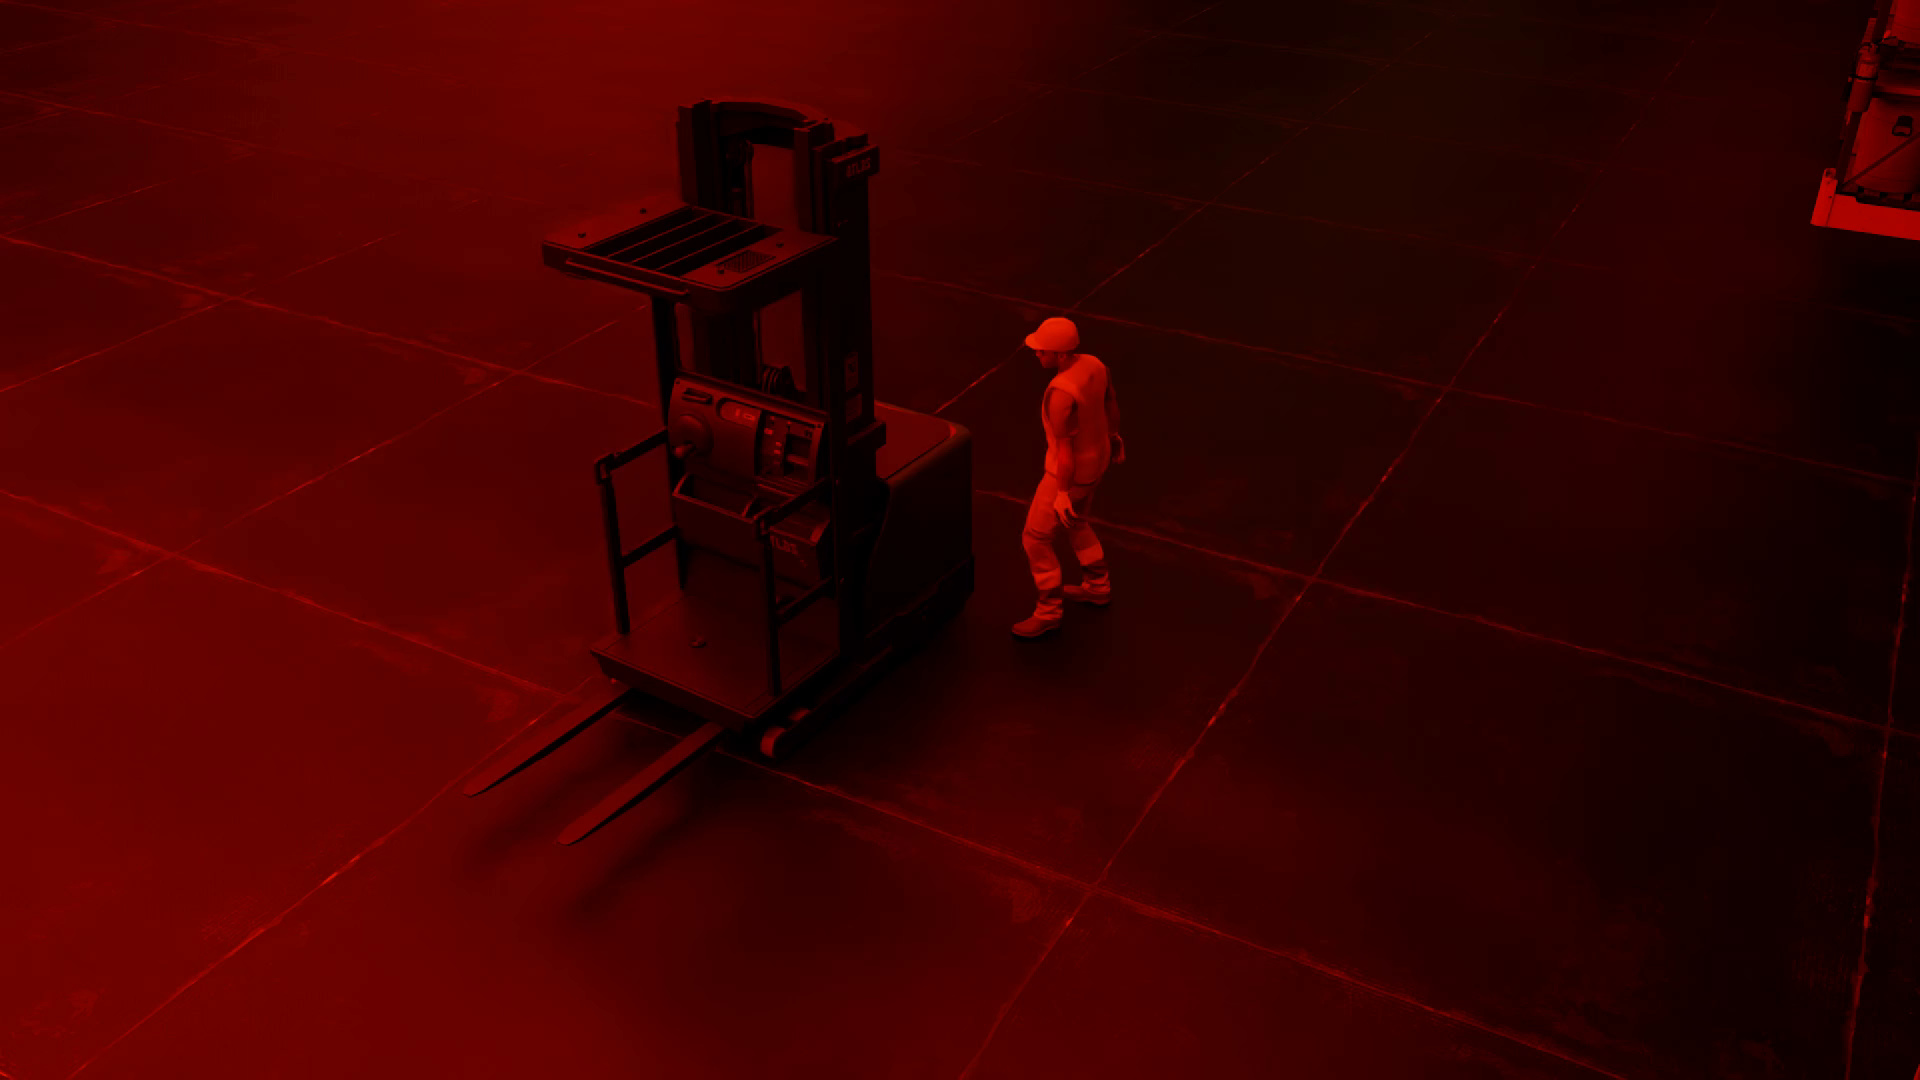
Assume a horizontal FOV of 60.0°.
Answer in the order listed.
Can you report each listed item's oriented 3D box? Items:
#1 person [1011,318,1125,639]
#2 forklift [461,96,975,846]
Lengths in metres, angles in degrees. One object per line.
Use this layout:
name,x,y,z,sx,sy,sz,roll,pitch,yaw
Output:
person,0.583,-0.380,8.935,0.454,1.749,0.879,14,33,23
forklift,-1.154,-0.465,7.877,1.130,2.935,3.031,18,35,29
